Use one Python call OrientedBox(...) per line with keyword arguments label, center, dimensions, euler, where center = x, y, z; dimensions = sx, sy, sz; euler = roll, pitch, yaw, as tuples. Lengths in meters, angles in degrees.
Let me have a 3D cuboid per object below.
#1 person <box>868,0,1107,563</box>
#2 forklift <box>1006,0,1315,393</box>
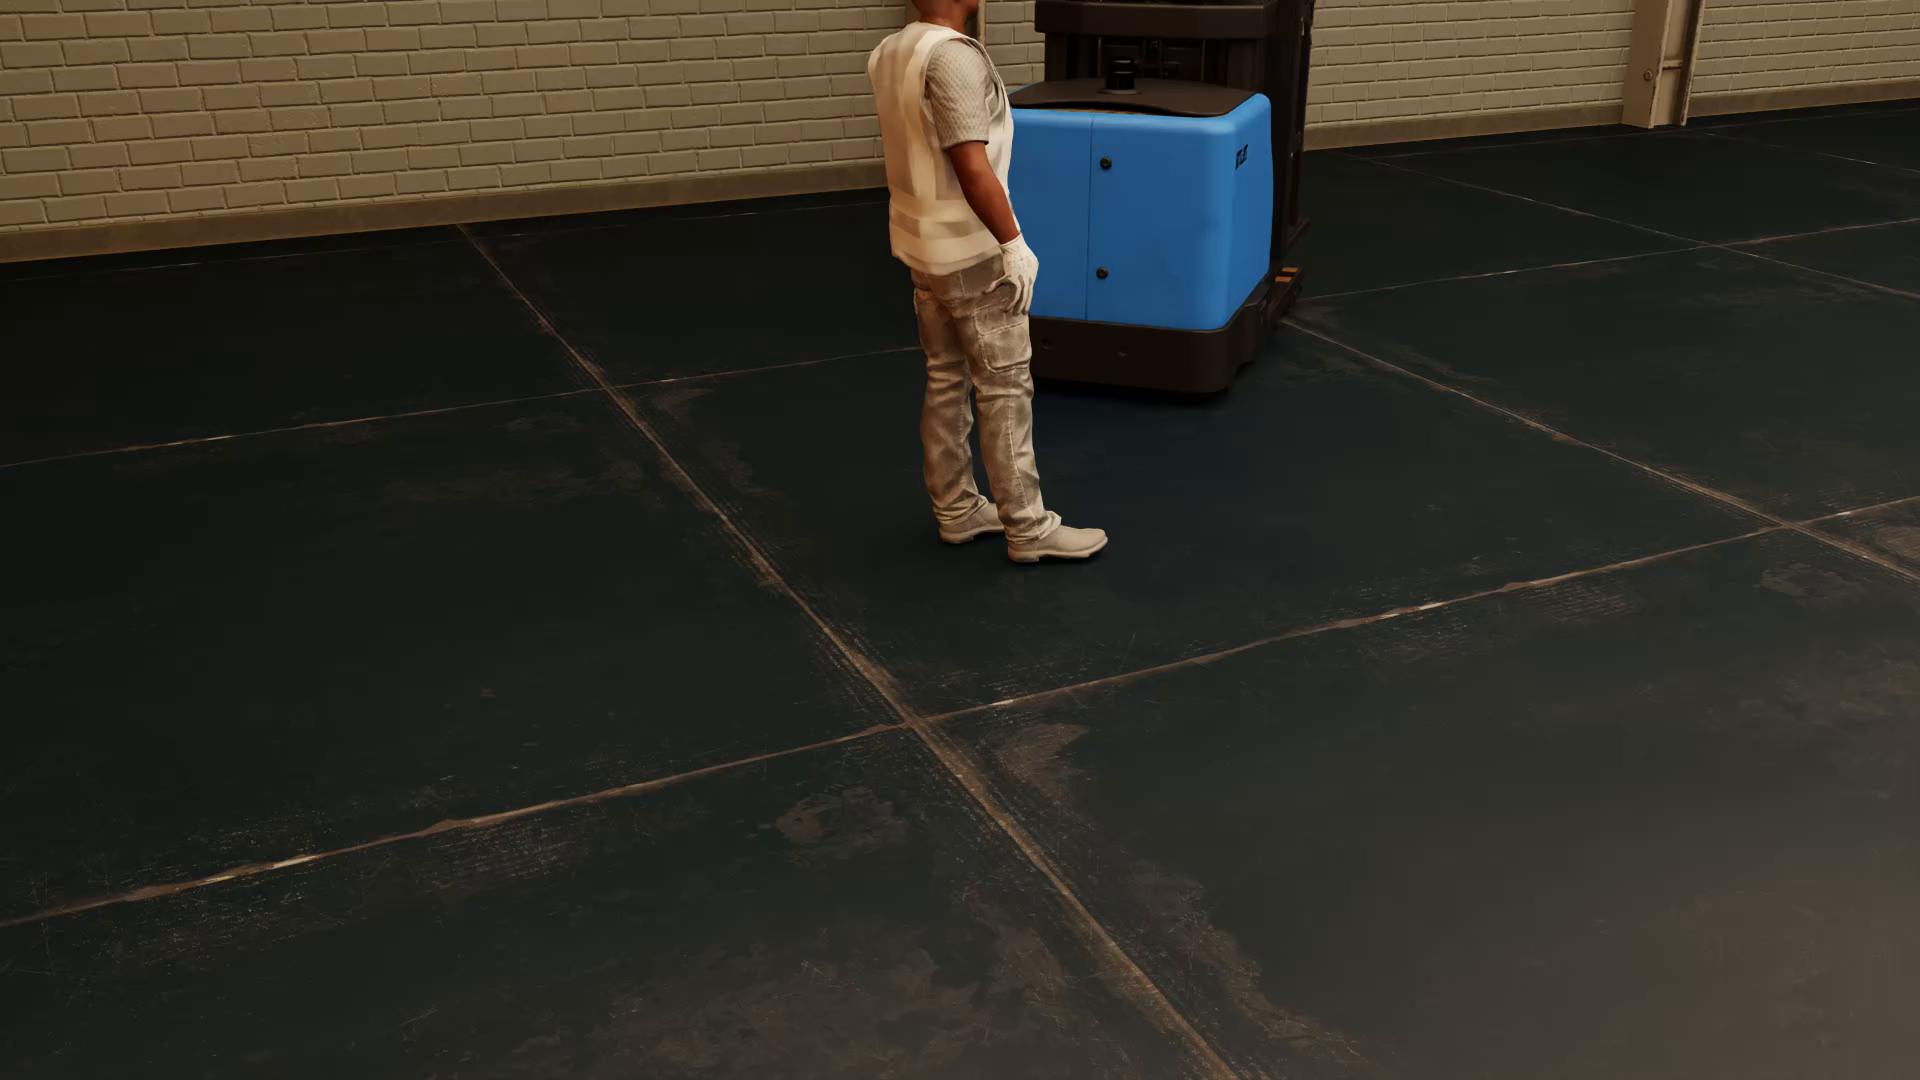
OrientedBox(label="person", center=(0.069, -0.839, 4.784), dimensions=(0.574, 1.786, 0.656), euler=(-10, 25, -23))
OrientedBox(label="forklift", center=(0.978, -2.440, 7.159), dimensions=(1.130, 2.935, 3.031), euler=(8, 24, 18))
